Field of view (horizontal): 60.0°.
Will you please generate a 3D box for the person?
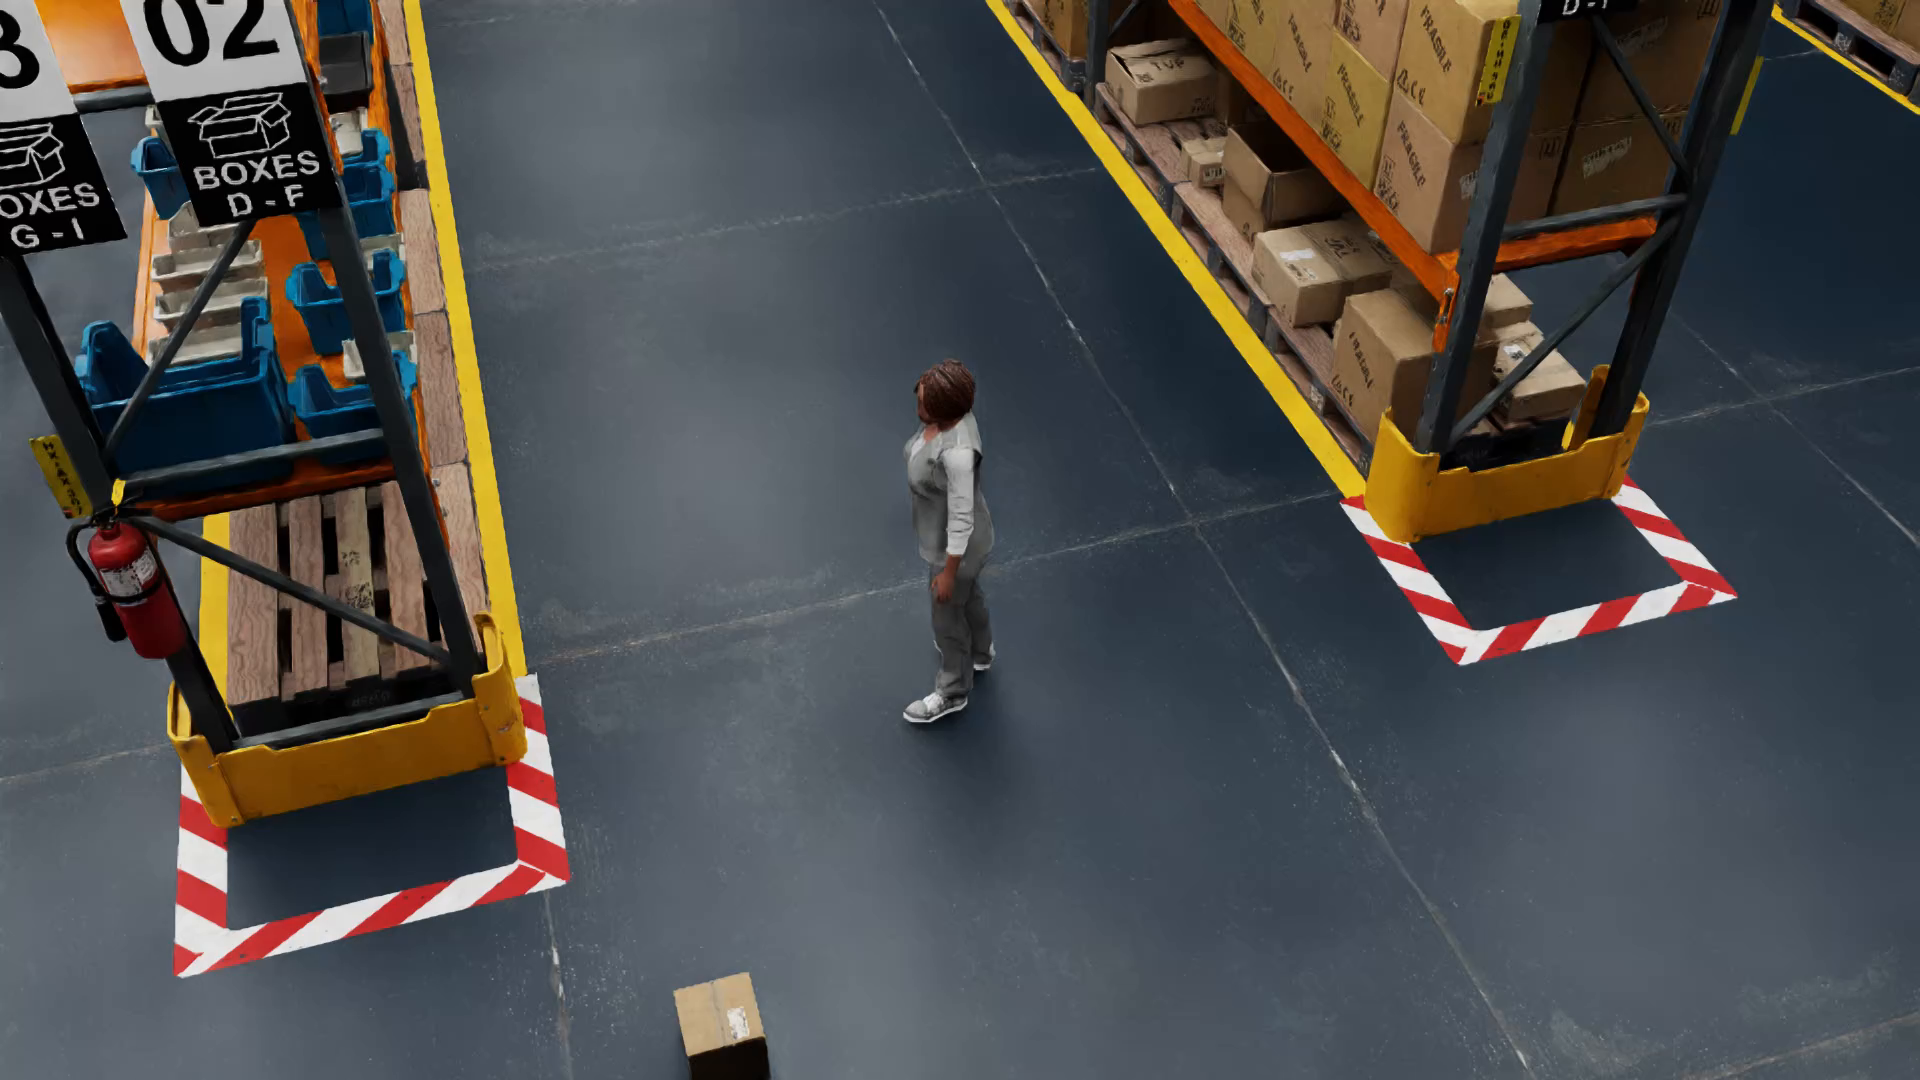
[{"bbox_3d":[-0.043,-0.006,6.140,0.378,1.598,0.499,-3,43,-3],"label":"person"}]
